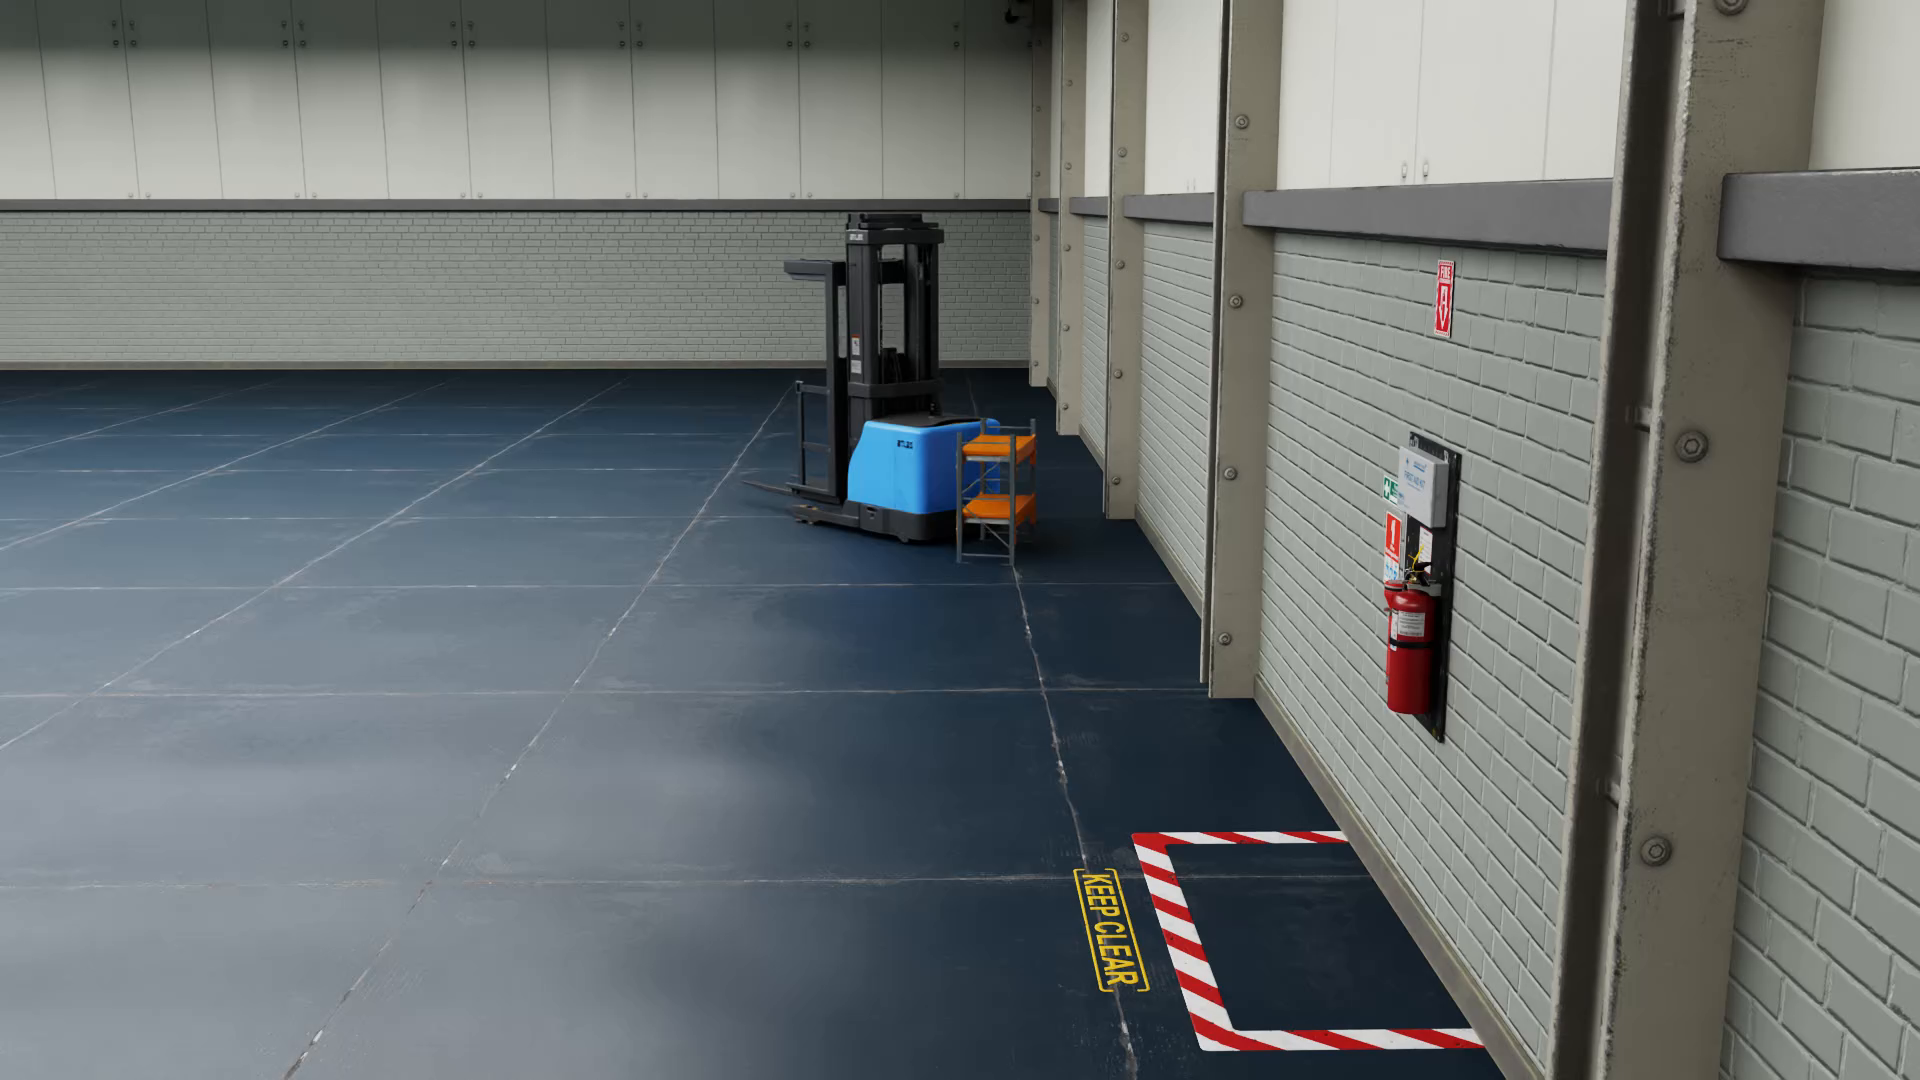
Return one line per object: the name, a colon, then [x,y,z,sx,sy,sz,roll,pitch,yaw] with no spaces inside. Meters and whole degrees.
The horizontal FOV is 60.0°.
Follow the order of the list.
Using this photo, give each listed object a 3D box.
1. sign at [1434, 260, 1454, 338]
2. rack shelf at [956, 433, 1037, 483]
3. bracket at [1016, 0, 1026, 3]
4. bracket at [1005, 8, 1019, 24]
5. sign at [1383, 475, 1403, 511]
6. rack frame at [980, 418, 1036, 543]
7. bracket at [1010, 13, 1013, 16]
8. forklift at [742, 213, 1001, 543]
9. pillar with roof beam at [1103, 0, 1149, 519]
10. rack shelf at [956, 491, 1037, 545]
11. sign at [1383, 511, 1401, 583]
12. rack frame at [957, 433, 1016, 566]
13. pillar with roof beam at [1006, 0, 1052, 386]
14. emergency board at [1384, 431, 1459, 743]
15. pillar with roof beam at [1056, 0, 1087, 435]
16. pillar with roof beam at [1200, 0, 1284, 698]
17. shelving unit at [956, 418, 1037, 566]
sign: [1.922,-0.959,6.605,0.001,0.298,0.199,0,11,-1]
rack shelf: [0.329,-0.727,14.534,0.538,0.278,1.000,2,12,12]
bracket: [0.993,-8.721,26.551,0.235,0.232,0.430,0,11,-1]
bracket: [0.927,-9.357,29.686,0.235,0.232,0.430,0,11,-1]
sign: [1.906,-0.208,7.308,0.001,0.109,0.331,0,11,-1]
rack frame: [0.435,-0.539,15.079,0.500,1.125,0.032,2,12,12]
bracket: [0.939,-9.240,29.107,0.076,0.066,3.189,0,11,-1]
forklift: [-0.980,-1.644,15.981,1.130,2.935,3.031,-10,15,-41]
pillar with roof beam: [-2.716,-4.638,15.477,9.100,9.000,0.400,0,11,-1]
rack shelf: [0.329,-0.201,14.641,0.538,0.278,1.000,2,12,12]
sign: [1.914,0.051,7.366,0.001,0.329,0.234,0,11,-1]
rack frame: [0.222,-0.342,14.105,0.500,1.125,0.032,2,12,12]
pillar with roof beam: [-2.964,-7.023,27.235,9.100,9.000,0.548,0,11,-1]
emergency board: [1.823,0.179,6.825,0.194,1.169,0.643,0,11,-1]
pillar with roof beam: [-2.840,-5.830,21.356,9.100,9.000,0.400,0,11,-1]
pillar with roof beam: [-2.592,-3.445,9.598,9.100,9.000,0.400,0,11,-1]
shelving unit: [0.329,-0.440,14.592,0.538,1.125,1.048,2,12,12]
